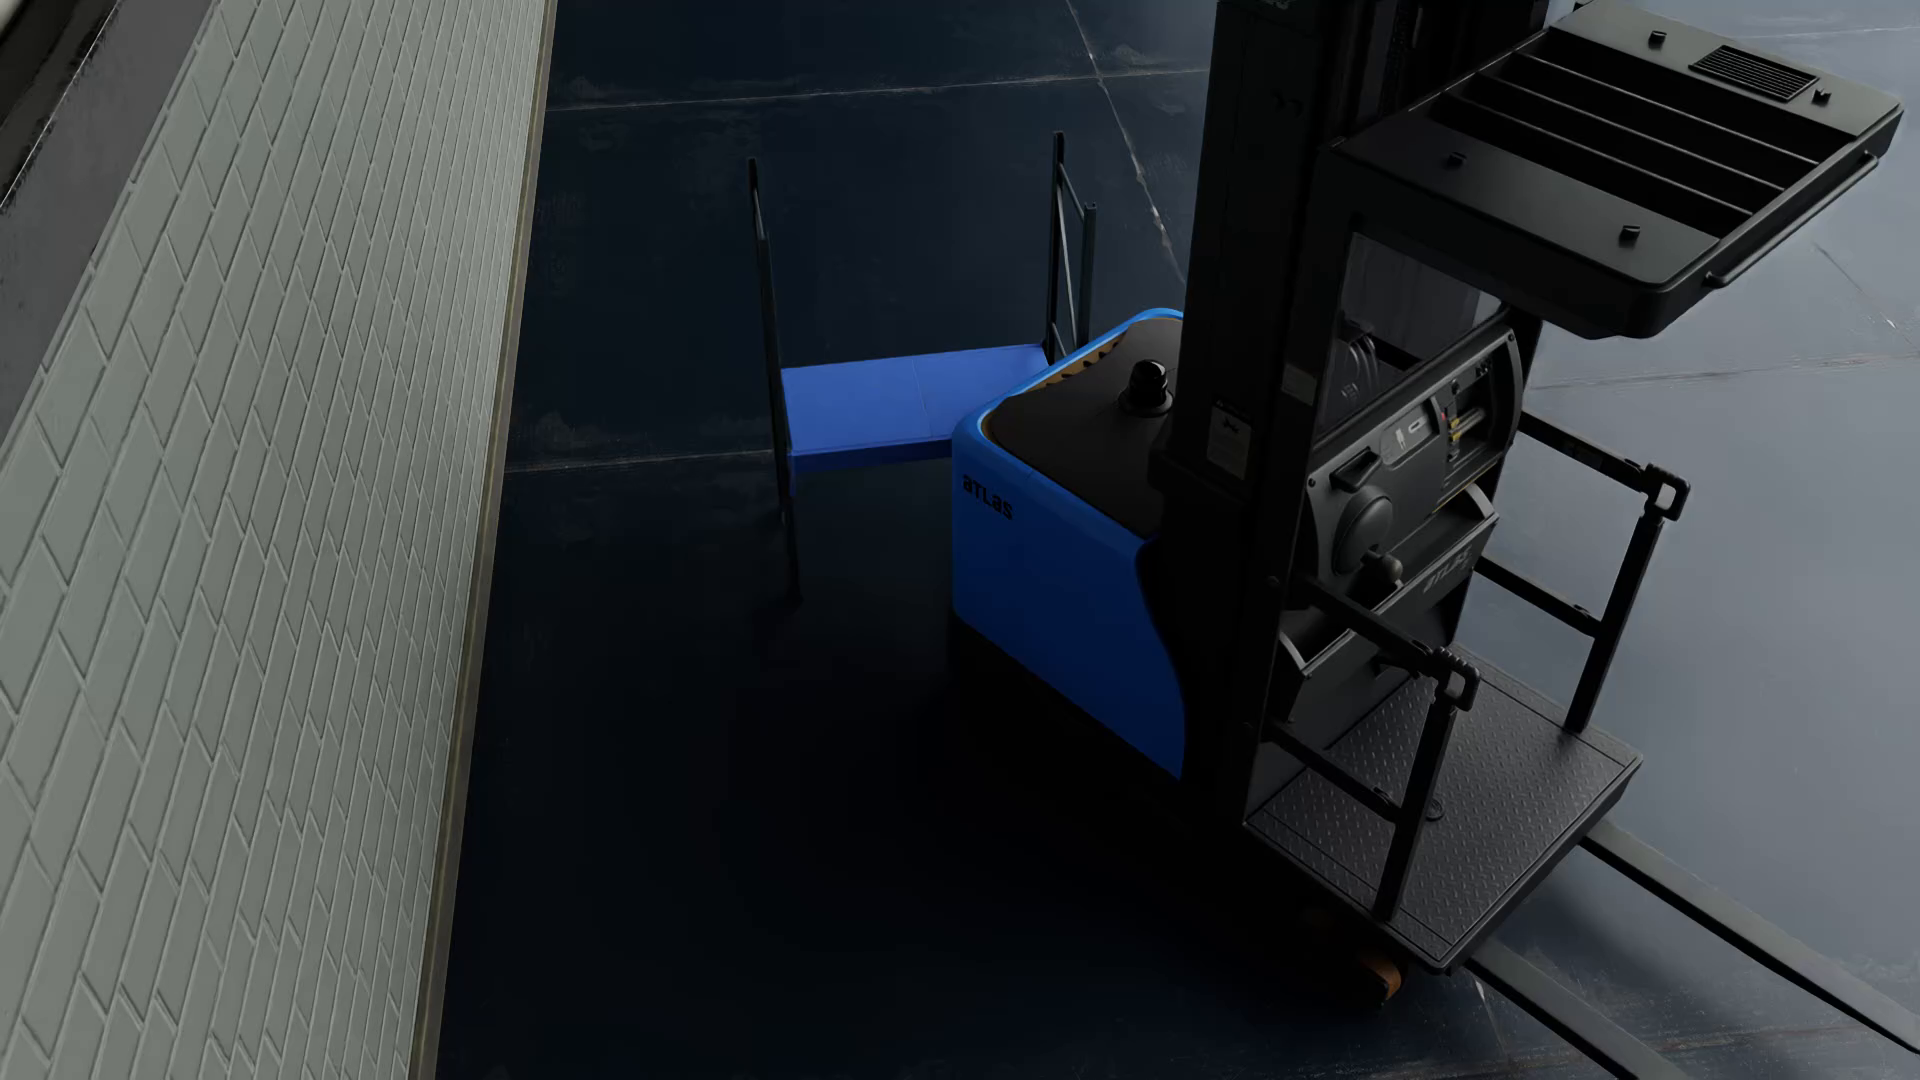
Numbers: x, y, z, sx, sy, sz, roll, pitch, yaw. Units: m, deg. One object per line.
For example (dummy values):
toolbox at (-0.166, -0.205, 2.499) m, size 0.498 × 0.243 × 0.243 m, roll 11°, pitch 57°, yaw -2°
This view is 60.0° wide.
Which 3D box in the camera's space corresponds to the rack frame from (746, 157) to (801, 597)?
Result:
rack frame at (-0.634, -0.518, 5.705) m, size 0.032 × 1.500 × 0.500 m, roll -7°, pitch 42°, yaw -7°

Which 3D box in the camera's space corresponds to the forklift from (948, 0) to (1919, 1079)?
forklift at (1.341, -0.153, 4.231) m, size 1.130 × 2.935 × 3.031 m, roll -33°, pitch 51°, yaw -31°

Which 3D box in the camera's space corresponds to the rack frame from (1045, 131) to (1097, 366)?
rack frame at (0.368, -0.634, 5.833) m, size 0.032 × 1.500 × 0.500 m, roll -7°, pitch 42°, yaw -7°

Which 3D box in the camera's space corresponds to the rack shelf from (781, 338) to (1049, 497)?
rack shelf at (-0.133, -0.442, 5.889) m, size 1.000 × 0.185 × 0.538 m, roll -7°, pitch 42°, yaw -7°

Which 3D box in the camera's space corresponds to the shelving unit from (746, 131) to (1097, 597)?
shelving unit at (-0.133, -0.576, 5.769) m, size 1.048 × 1.500 × 0.538 m, roll -7°, pitch 42°, yaw -7°
